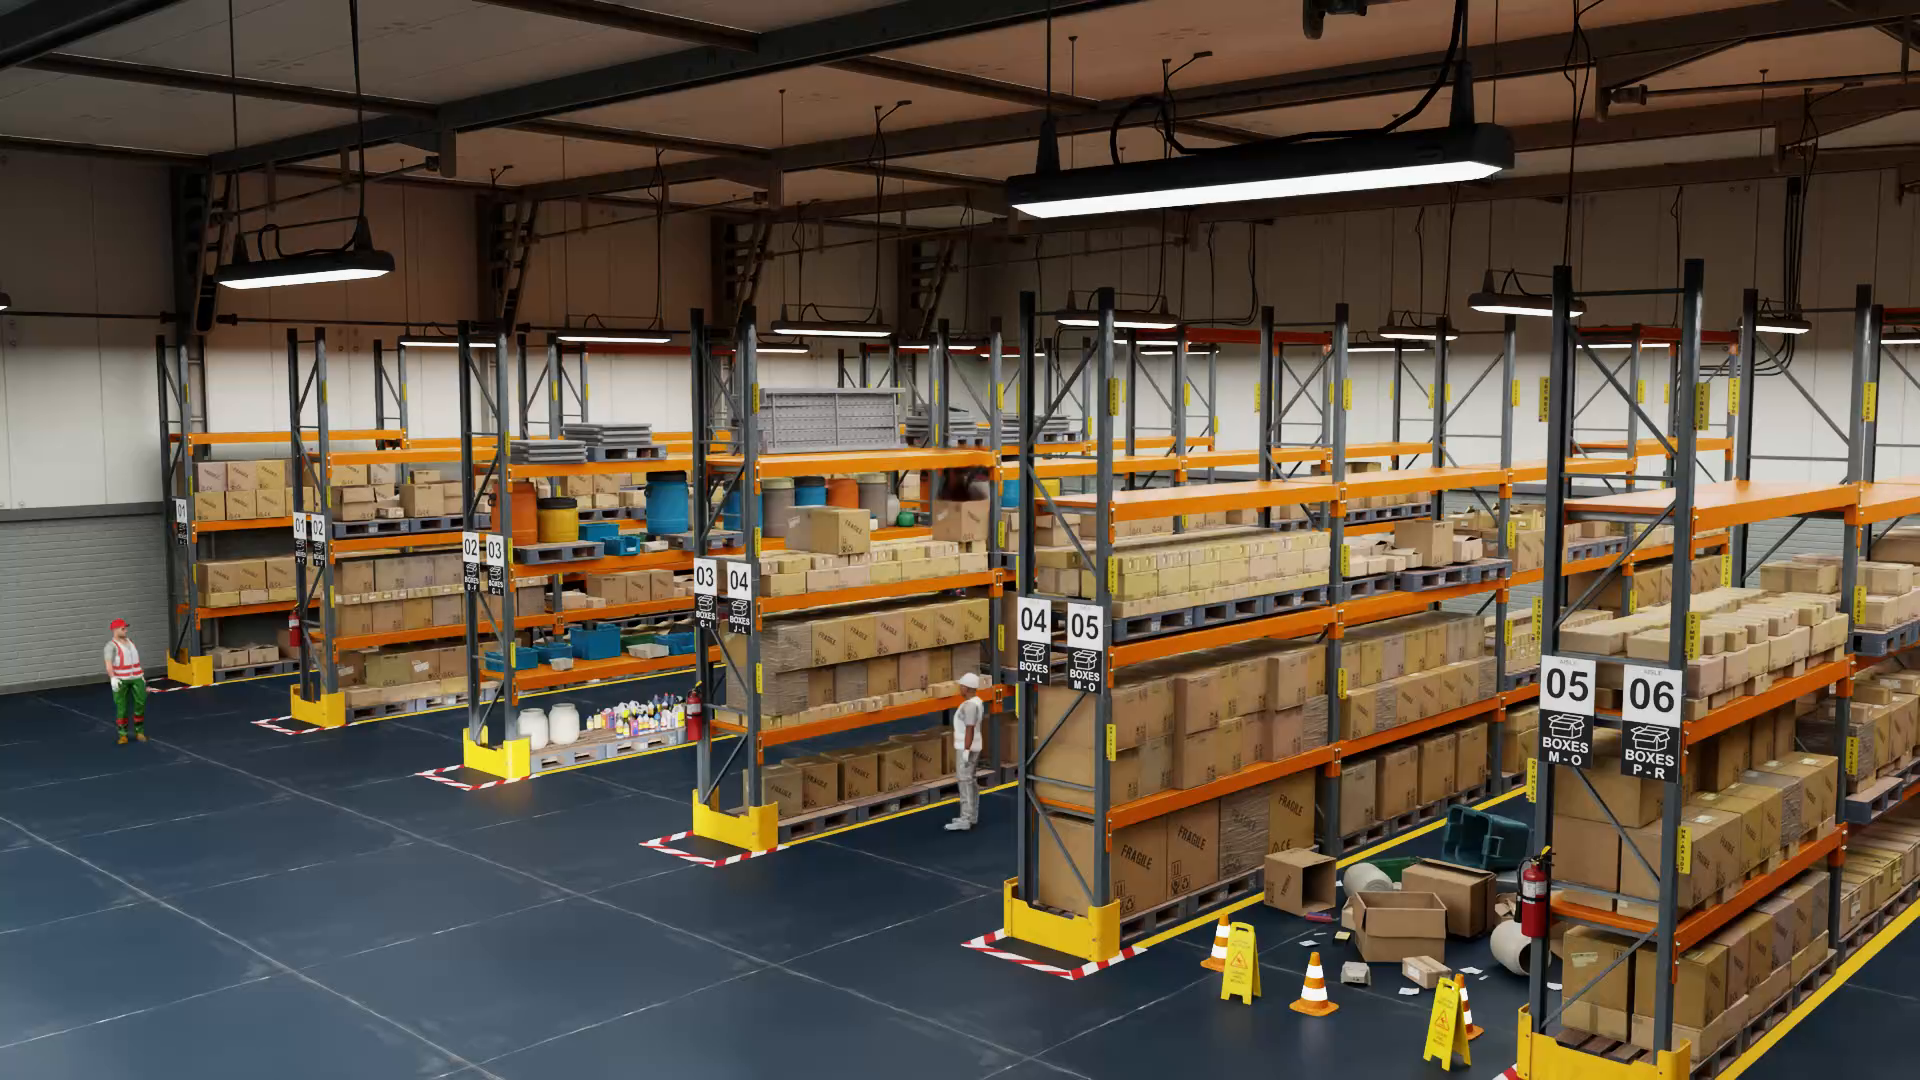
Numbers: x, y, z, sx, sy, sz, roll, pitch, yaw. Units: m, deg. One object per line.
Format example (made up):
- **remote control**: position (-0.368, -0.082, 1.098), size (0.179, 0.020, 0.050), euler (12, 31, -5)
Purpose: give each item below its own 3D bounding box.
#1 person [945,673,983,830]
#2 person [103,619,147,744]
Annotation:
- **person**: position (0.051, 2.447, 19.434), size (0.418, 1.788, 0.607), euler (1, 5, 6)
- **person**: position (-11.977, 2.042, 23.939), size (0.610, 1.817, 0.636), euler (-5, 8, -44)
